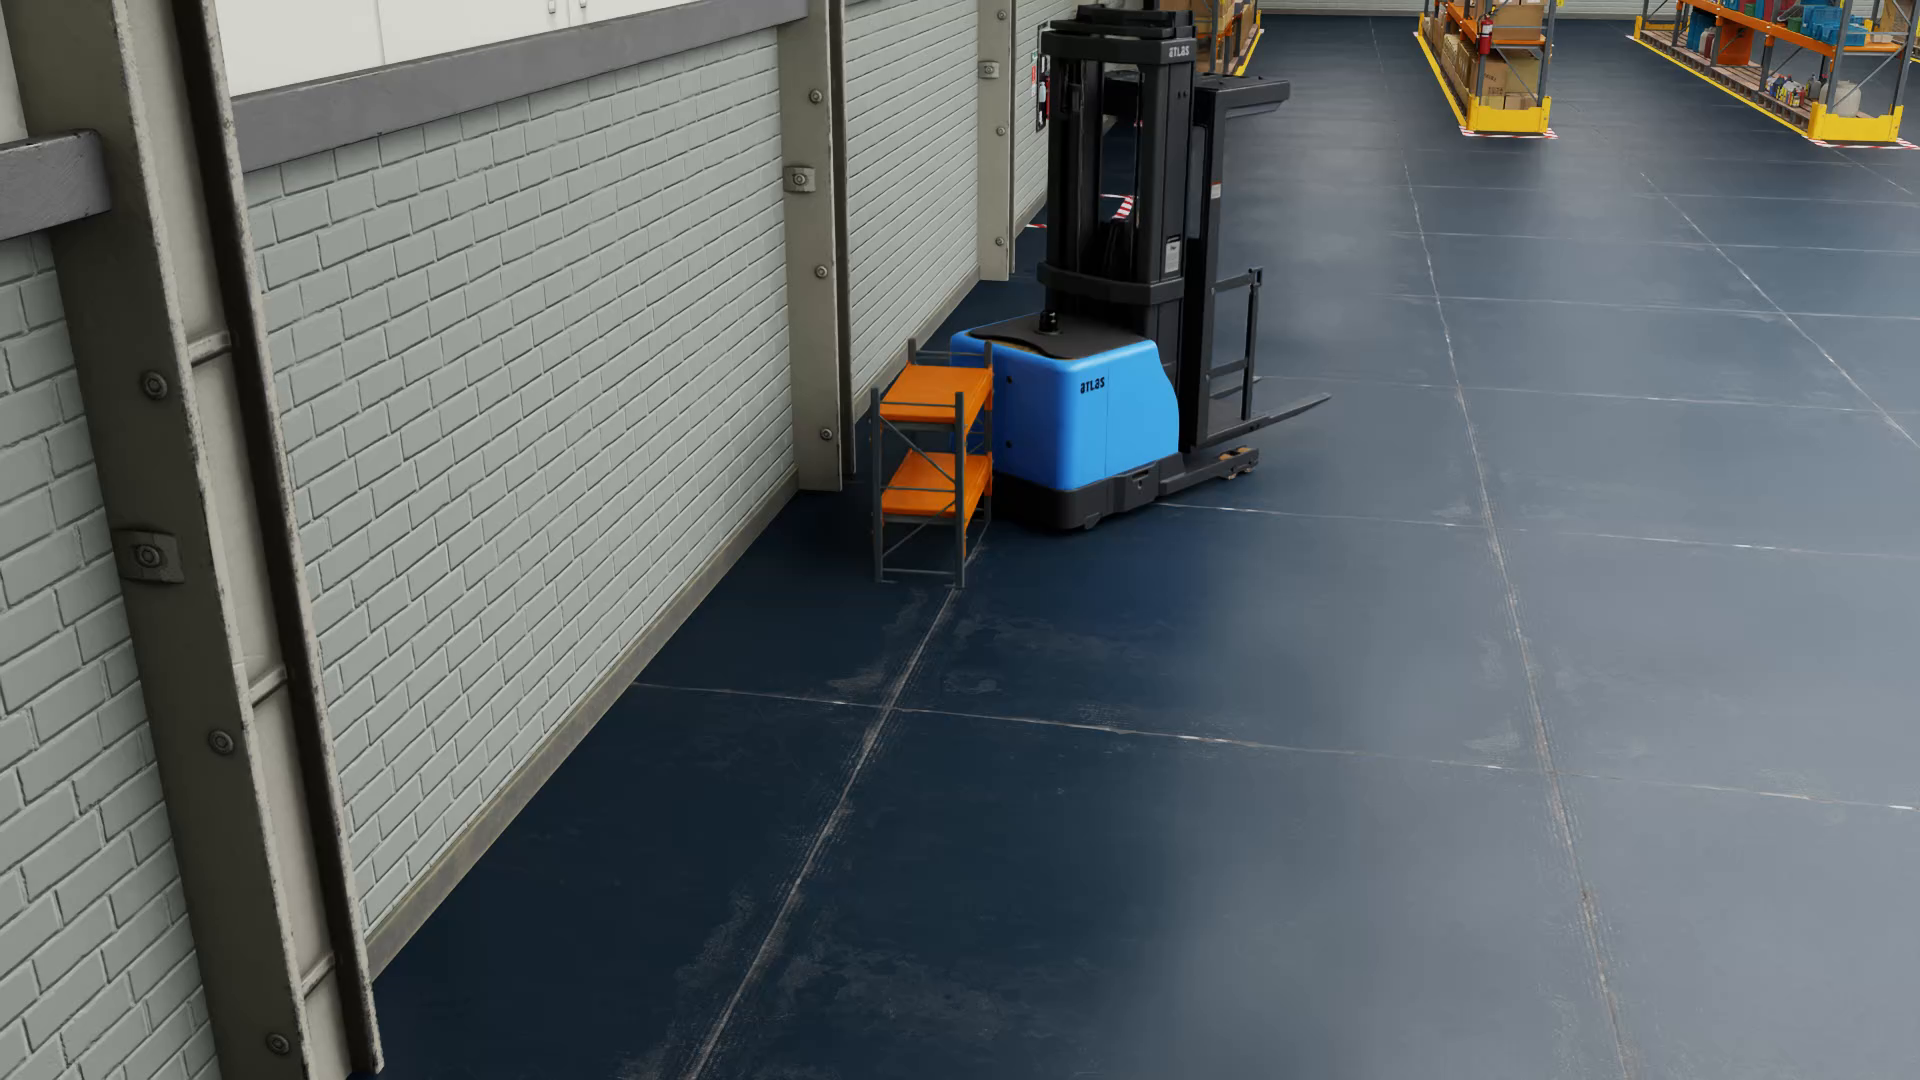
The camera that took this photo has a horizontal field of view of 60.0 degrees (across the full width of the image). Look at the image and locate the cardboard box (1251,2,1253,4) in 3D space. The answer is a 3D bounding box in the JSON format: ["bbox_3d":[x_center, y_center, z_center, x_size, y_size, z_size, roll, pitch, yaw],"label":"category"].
[{"bbox_3d":[6.556,-12.338,38.388,0.380,0.149,0.250,4,22,9],"label":"cardboard box"}]

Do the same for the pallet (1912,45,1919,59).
[{"bbox_3d":[20.728,-10.279,35.095,1.003,0.211,1.213,4,22,11],"label":"pallet"}]

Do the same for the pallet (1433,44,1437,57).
[{"bbox_3d":[10.670,-10.463,35.551,1.003,0.211,1.213,4,22,11],"label":"pallet"}]

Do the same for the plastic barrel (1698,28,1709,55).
[{"bbox_3d":[15.172,-10.063,33.592,0.421,0.512,0.421,0,22,0],"label":"plastic barrel"}]

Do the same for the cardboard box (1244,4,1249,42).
[{"bbox_3d":[5.765,-11.058,35.611,0.750,0.750,0.750,5,23,13],"label":"cardboard box"}]

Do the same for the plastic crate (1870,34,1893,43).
[{"bbox_3d":[13.696,-7.470,24.739,0.298,0.136,0.250,4,22,11],"label":"plastic crate"}]

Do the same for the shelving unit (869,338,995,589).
[{"bbox_3d":[-0.143,-0.460,9.489,0.538,1.125,1.048,4,22,9],"label":"shelving unit"}]

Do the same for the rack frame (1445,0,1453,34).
[{"bbox_3d":[9.982,-10.594,32.144,1.000,3.000,0.127,4,22,11],"label":"rack frame"}]

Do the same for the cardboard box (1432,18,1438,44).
[{"bbox_3d":[10.461,-10.943,35.768,0.500,0.500,0.500,3,22,8],"label":"cardboard box"}]

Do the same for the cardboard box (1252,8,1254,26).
[{"bbox_3d":[6.720,-12.668,40.077,0.700,0.500,0.500,4,22,11],"label":"cardboard box"}]

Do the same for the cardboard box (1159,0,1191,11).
[{"bbox_3d":[3.388,-8.521,26.166,0.500,0.500,0.500,4,22,10],"label":"cardboard box"}]

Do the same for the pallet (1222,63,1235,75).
[{"bbox_3d":[4.720,-8.947,31.785,1.003,0.211,1.213,4,22,11],"label":"pallet"}]

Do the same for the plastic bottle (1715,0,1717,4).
[{"bbox_3d":[14.543,-10.426,31.882,0.061,0.283,0.133,4,22,11],"label":"plastic bottle"}]

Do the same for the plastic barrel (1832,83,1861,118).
[{"bbox_3d":[13.258,-6.577,24.937,0.421,0.512,0.421,0,22,0],"label":"plastic barrel"}]

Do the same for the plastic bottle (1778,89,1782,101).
[{"bbox_3d":[13.324,-7.224,26.933,0.097,0.201,0.097,0,22,0],"label":"plastic bottle"}]

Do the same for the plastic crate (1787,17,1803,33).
[{"bbox_3d":[13.461,-8.179,26.431,0.450,0.188,0.662,4,22,11],"label":"plastic crate"}]

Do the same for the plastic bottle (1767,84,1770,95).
[{"bbox_3d":[13.479,-7.501,27.620,0.097,0.201,0.097,0,22,0],"label":"plastic bottle"}]

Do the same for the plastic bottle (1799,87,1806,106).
[{"bbox_3d":[13.327,-7.021,26.318,0.061,0.283,0.133,4,22,11],"label":"plastic bottle"}]

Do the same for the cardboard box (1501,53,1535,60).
[{"bbox_3d":[8.867,-7.482,26.530,0.500,0.500,0.500,4,22,11],"label":"cardboard box"}]

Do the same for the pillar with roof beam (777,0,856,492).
[{"bbox_3d":[3.337,-4.238,8.332,9.100,9.000,0.400,4,22,11],"label":"pillar with roof beam"}]

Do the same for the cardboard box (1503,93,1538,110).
[{"bbox_3d":[8.677,-6.767,25.759,0.500,0.250,0.500,4,22,11],"label":"cardboard box"}]

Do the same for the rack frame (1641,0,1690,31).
[{"bbox_3d":[16.463,-13.141,38.468,1.000,3.000,0.127,4,22,11],"label":"rack frame"}]

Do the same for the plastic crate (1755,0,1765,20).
[{"bbox_3d":[13.935,-9.172,28.634,0.392,0.384,0.575,4,22,11],"label":"plastic crate"}]

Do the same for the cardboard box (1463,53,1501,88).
[{"bbox_3d":[8.358,-7.521,26.629,0.500,0.500,0.500,4,22,11],"label":"cardboard box"}]

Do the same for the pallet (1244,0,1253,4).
[{"bbox_3d":[5.091,-10.613,32.447,1.213,0.211,1.003,4,22,11],"label":"pallet"}]

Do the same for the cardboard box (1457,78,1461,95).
[{"bbox_3d":[8.561,-7.539,27.677,0.500,0.250,0.500,4,22,11],"label":"cardboard box"}]

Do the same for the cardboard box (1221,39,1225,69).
[{"bbox_3d":[4.650,-9.199,31.437,0.700,0.500,0.500,5,22,12],"label":"cardboard box"}]

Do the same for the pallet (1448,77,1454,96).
[{"bbox_3d":[9.278,-8.110,29.709,1.003,0.211,1.213,4,22,11],"label":"pallet"}]

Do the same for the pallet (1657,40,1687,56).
[{"bbox_3d":[15.759,-10.657,36.031,1.003,0.211,1.213,4,22,11],"label":"pallet"}]

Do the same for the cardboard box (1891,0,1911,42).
[{"bbox_3d":[21.074,-11.400,36.426,0.875,0.875,0.875,4,22,11],"label":"cardboard box"}]

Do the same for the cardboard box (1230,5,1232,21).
[{"bbox_3d":[4.319,-8.884,28.072,0.500,0.250,0.500,4,22,11],"label":"cardboard box"}]

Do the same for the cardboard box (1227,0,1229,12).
[{"bbox_3d":[4.114,-8.853,26.989,0.500,0.500,0.500,4,22,9],"label":"cardboard box"}]

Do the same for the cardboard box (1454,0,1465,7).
[{"bbox_3d":[9.610,-10.241,31.385,0.500,0.311,0.500,4,22,10],"label":"cardboard box"}]

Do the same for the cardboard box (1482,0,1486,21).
[{"bbox_3d":[8.771,-8.451,26.688,0.700,0.500,0.500,5,23,13],"label":"cardboard box"}]

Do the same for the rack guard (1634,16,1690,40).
[{"bbox_3d":[16.455,-11.991,38.959,1.175,0.500,0.348,4,22,11],"label":"rack guard"}]

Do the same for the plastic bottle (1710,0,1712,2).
[{"bbox_3d":[14.664,-10.604,32.340,0.097,0.271,0.097,0,22,0],"label":"plastic bottle"}]

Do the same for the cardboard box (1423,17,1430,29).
[{"bbox_3d":[11.124,-12.089,38.946,0.500,0.250,0.500,4,22,11],"label":"cardboard box"}]

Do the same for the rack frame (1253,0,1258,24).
[{"bbox_3d":[6.765,-13.896,40.343,1.000,3.000,0.127,4,22,11],"label":"rack frame"}]

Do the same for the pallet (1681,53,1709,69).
[{"bbox_3d":[15.202,-9.658,33.552,1.003,0.211,1.213,4,22,11],"label":"pallet"}]

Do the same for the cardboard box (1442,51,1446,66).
[{"bbox_3d":[9.486,-9.161,31.703,0.500,0.250,0.500,4,22,9],"label":"cardboard box"}]

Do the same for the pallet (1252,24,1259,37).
[{"bbox_3d":[6.678,-12.304,40.123,1.003,0.211,1.213,4,22,11],"label":"pallet"}]

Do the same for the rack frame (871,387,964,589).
[{"bbox_3d":[-0.227,-0.272,9.024,0.500,1.125,0.032,4,22,9],"label":"rack frame"}]

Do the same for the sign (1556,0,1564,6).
[{"bbox_3d":[8.892,-8.062,24.592,0.100,0.325,0.005,4,22,11],"label":"sign"}]

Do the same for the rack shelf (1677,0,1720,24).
[{"bbox_3d":[15.239,-10.613,33.154,1.077,0.370,4.000,4,22,11],"label":"rack shelf"}]

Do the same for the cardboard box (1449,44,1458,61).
[{"bbox_3d":[9.172,-8.854,30.190,0.500,0.311,0.500,4,22,11],"label":"cardboard box"}]

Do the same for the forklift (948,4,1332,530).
[{"bbox_3d":[1.329,-1.874,10.584,3.031,2.935,1.130,-20,29,-40],"label":"forklift"}]

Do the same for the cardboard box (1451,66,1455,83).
[{"bbox_3d":[8.967,-8.225,29.378,0.500,0.250,0.500,4,22,10],"label":"cardboard box"}]

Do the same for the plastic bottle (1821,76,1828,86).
[{"bbox_3d":[14.126,-7.400,27.170,0.144,0.351,0.185,3,22,8],"label":"plastic bottle"}]

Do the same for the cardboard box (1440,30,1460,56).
[{"bbox_3d":[9.943,-9.999,33.423,0.500,0.500,0.500,5,23,13],"label":"cardboard box"}]

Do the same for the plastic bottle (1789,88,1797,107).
[{"bbox_3d":[13.150,-6.983,26.224,0.061,0.283,0.133,5,22,12],"label":"plastic bottle"}]
